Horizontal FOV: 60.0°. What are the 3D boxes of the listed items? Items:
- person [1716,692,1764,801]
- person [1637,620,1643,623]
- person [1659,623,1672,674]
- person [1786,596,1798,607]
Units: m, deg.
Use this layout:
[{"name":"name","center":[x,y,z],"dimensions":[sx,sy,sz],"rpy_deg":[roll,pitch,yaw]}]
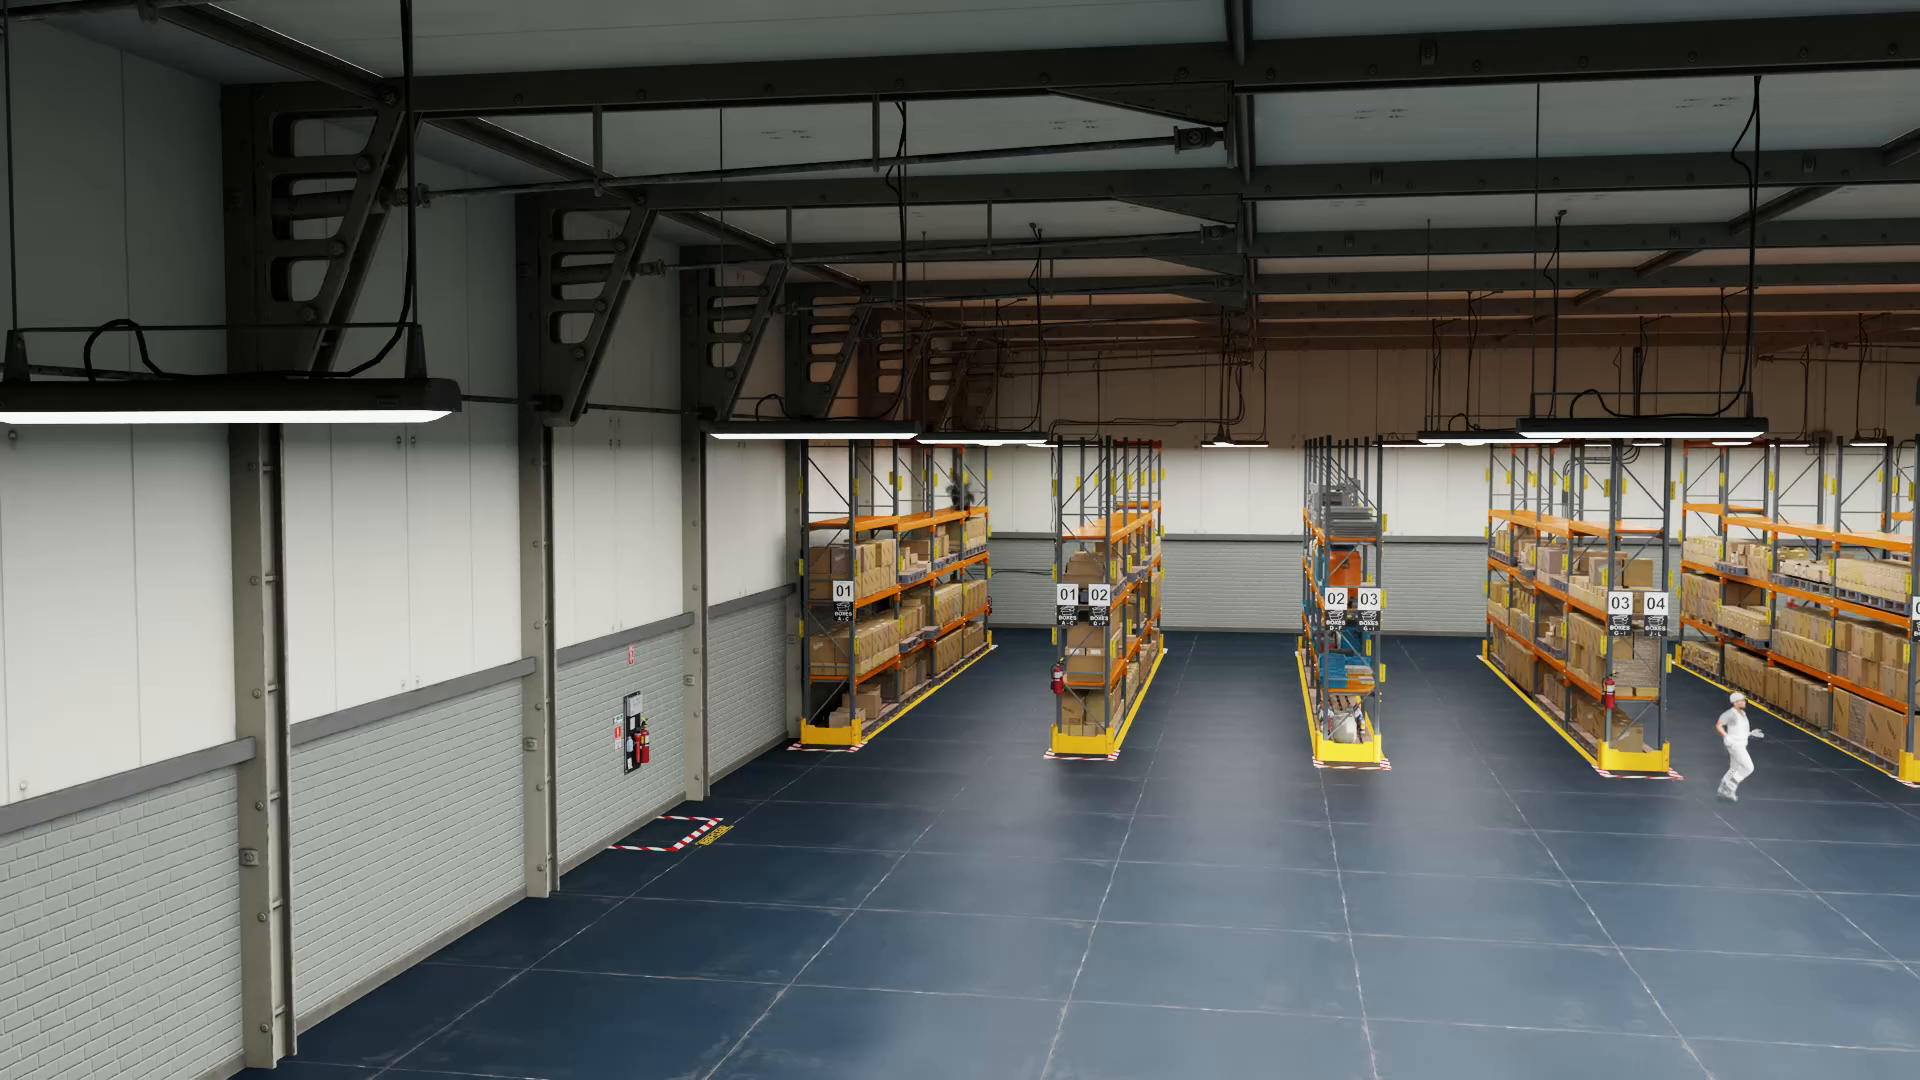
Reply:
[{"name":"person","center":[12.692,3.368,27.081],"dimensions":[0.663,1.765,0.633],"rpy_deg":[3,4,42]},{"name":"person","center":[17.959,2.497,44.741],"dimensions":[0.767,1.604,0.675],"rpy_deg":[2,4,29]},{"name":"person","center":[17.573,2.584,41.871],"dimensions":[0.653,1.780,0.850],"rpy_deg":[1,3,18]},{"name":"person","center":[22.669,2.427,45.203],"dimensions":[0.891,1.785,0.673],"rpy_deg":[1,3,10]}]
